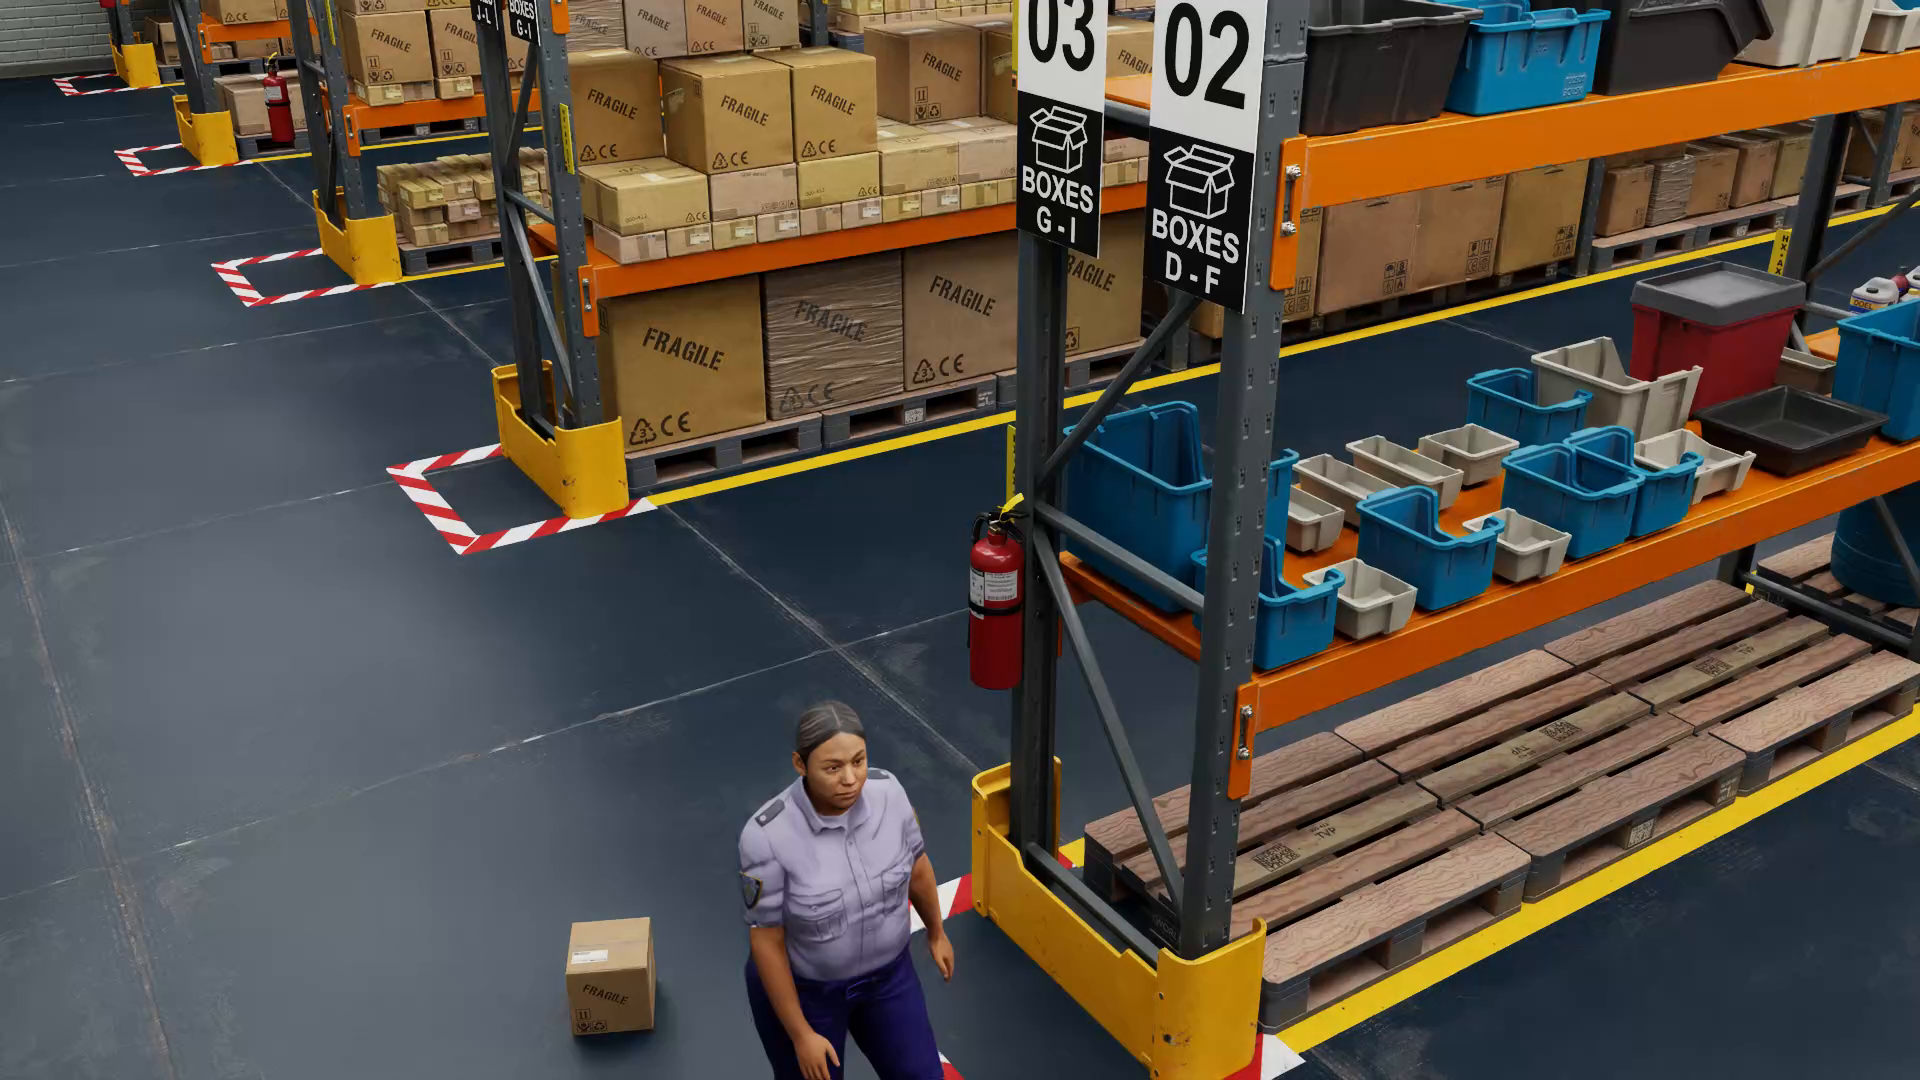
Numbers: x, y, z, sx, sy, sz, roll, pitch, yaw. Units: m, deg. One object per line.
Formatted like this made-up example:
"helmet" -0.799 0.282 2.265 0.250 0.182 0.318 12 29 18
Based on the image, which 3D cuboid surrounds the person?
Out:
"person" -0.246 1.149 4.204 0.595 1.689 0.453 -14 29 -27
